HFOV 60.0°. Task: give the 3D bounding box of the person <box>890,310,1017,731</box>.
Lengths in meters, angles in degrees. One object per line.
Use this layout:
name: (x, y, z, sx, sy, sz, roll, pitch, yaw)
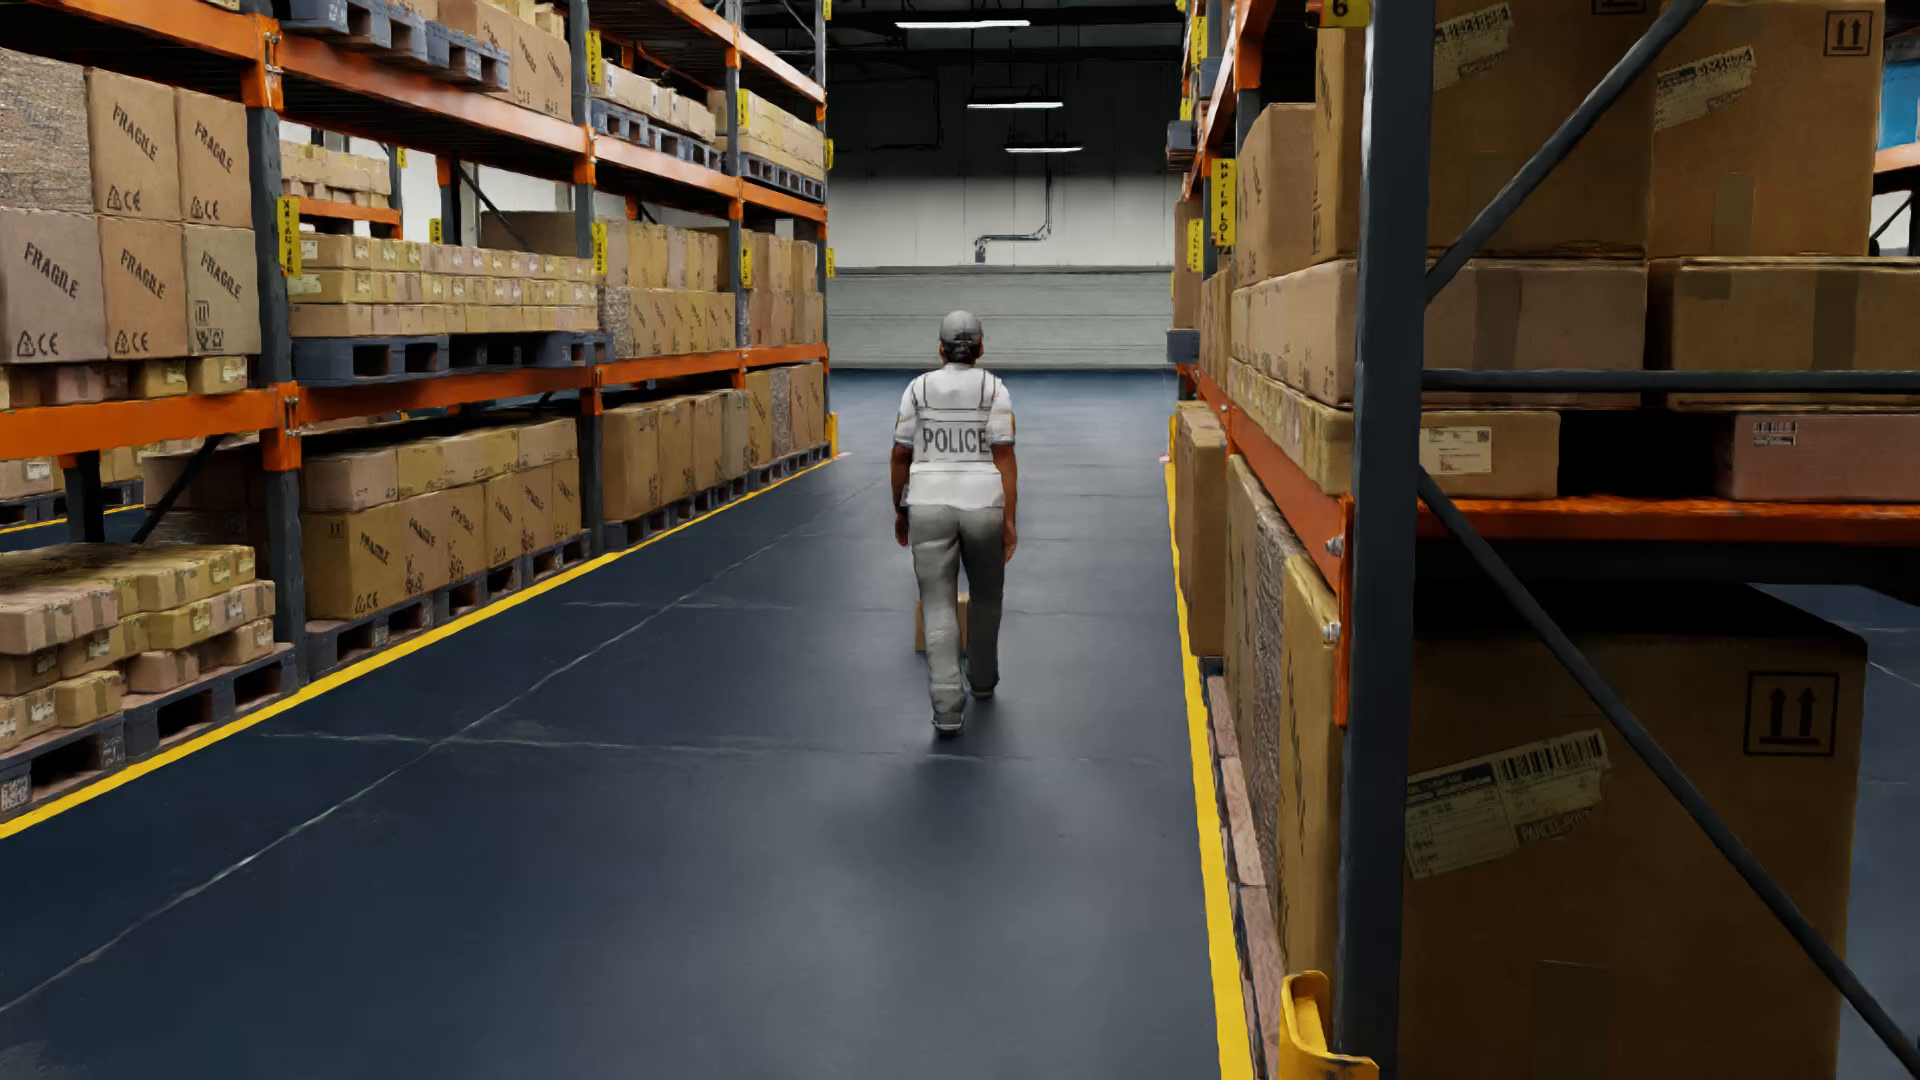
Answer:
person: (-0.031, -0.111, 6.667, 0.496, 1.606, 0.940, 0, 8, -2)
